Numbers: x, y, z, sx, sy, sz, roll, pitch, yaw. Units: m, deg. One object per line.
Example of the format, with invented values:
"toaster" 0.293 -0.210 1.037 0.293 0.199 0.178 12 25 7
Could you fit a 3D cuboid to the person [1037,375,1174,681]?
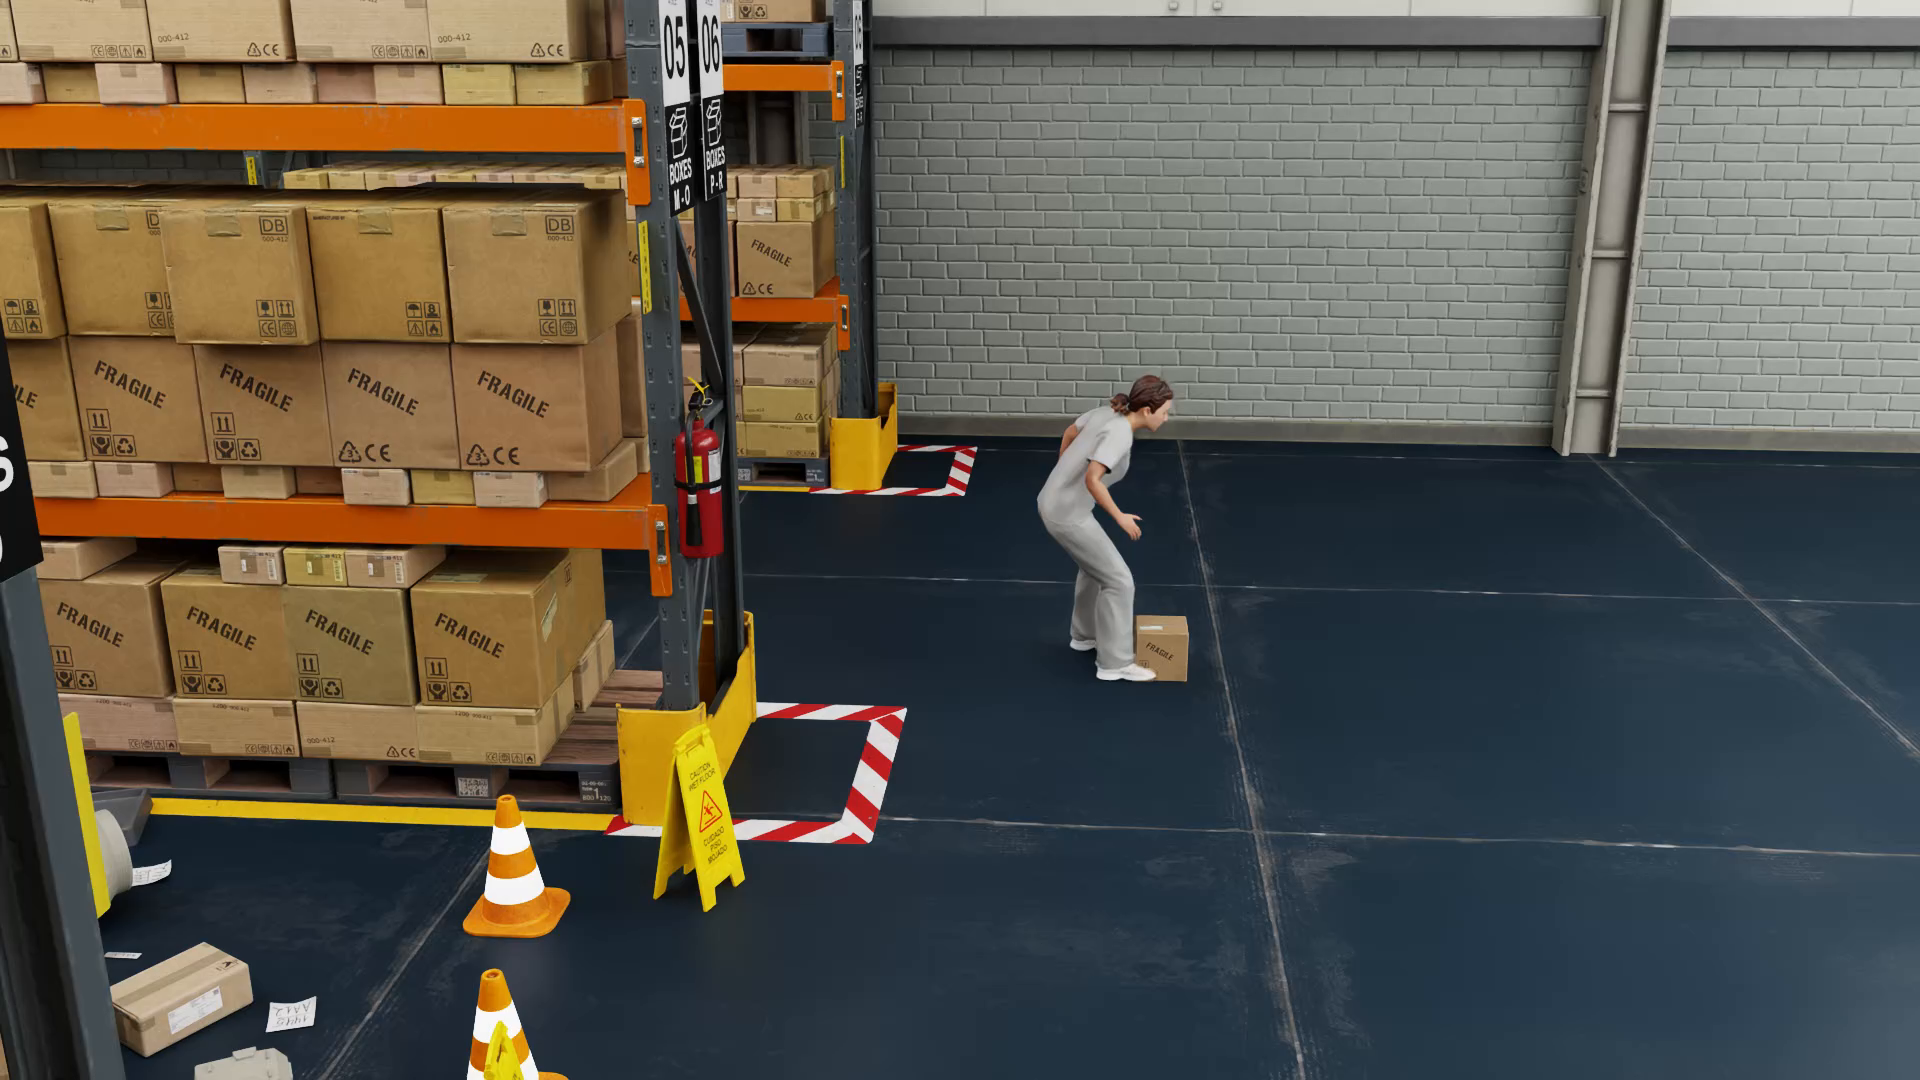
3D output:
"person" 0.693 -0.070 8.077 0.626 1.499 0.651 -1 18 -4
